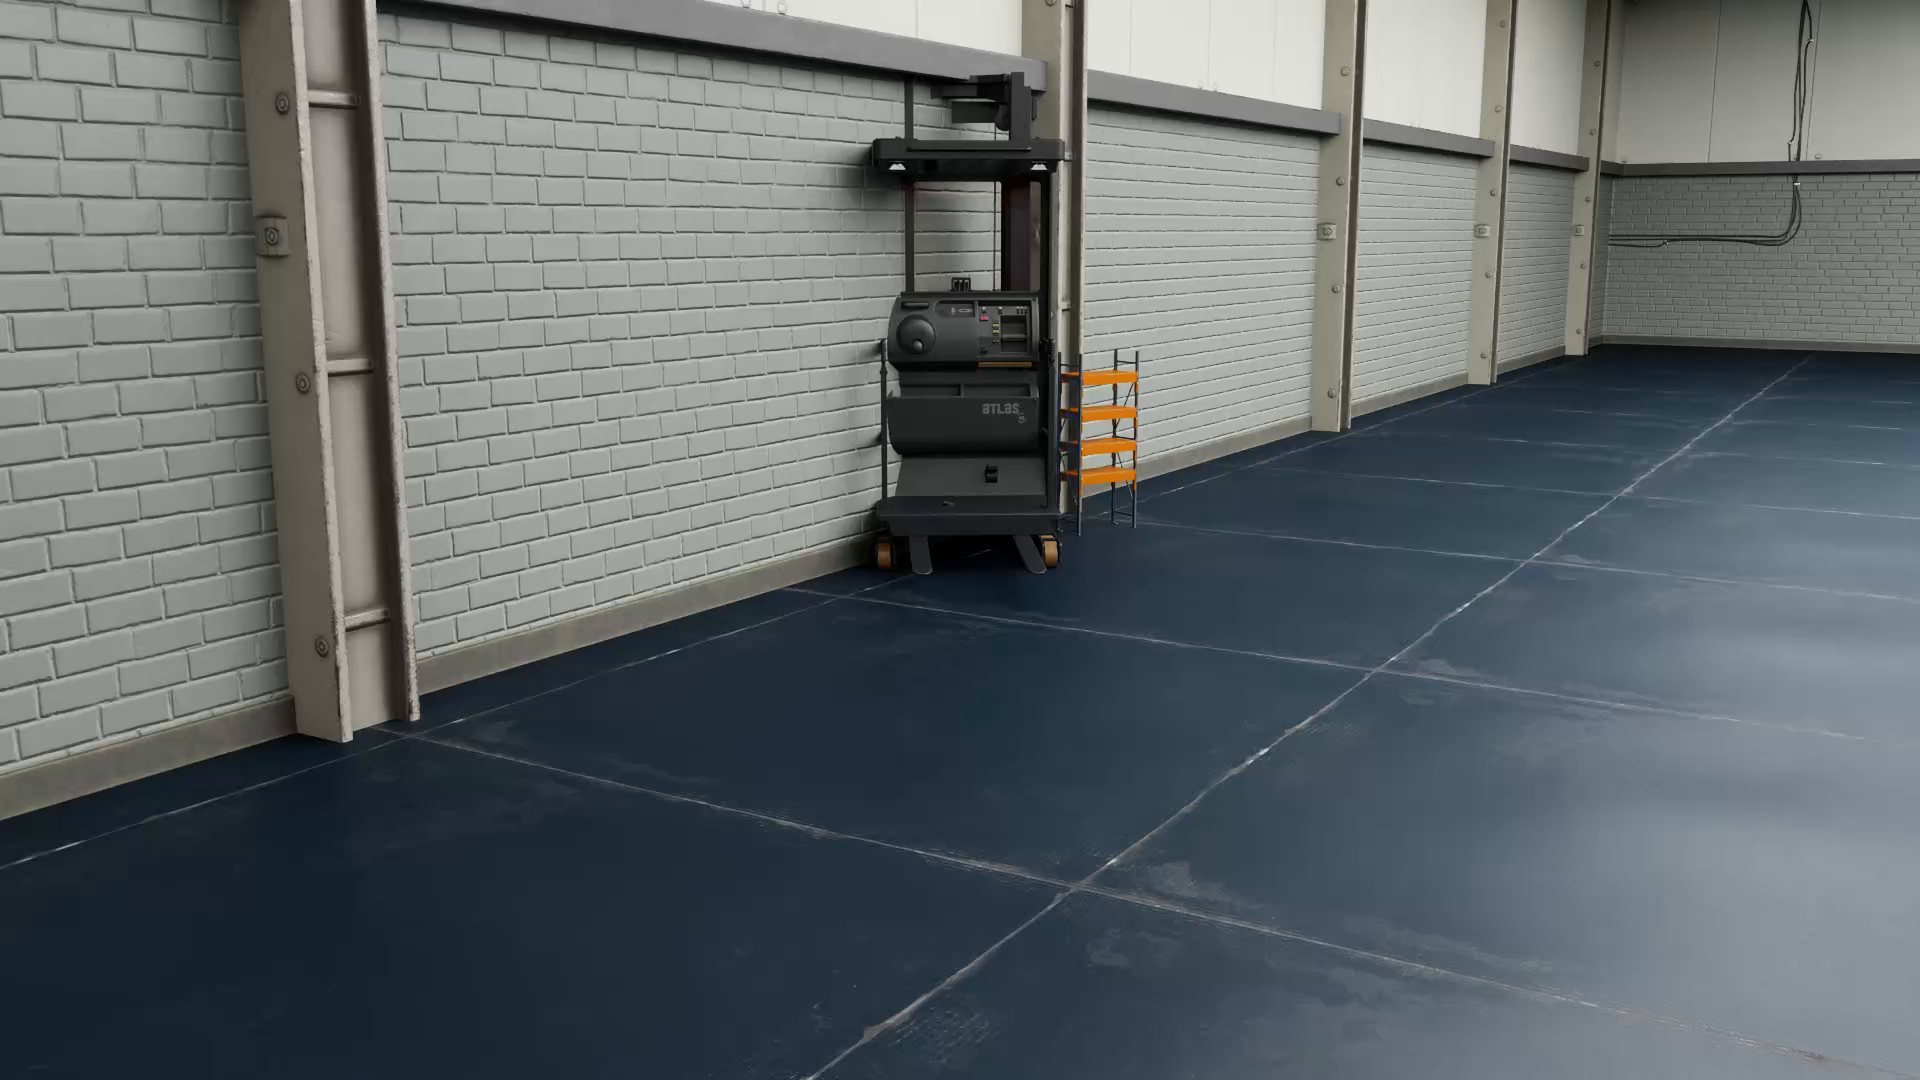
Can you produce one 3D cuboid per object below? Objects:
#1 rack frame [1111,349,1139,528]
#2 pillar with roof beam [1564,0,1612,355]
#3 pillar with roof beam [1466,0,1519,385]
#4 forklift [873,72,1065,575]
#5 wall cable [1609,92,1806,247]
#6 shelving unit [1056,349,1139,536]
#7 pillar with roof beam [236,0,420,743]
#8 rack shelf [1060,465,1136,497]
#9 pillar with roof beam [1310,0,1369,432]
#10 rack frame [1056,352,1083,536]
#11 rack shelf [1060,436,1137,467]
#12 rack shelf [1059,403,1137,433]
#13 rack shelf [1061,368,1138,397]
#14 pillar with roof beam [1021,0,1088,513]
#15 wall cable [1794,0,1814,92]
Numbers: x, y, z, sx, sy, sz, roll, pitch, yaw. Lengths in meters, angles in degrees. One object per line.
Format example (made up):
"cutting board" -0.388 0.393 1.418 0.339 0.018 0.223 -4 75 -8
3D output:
"rack frame" 1.120 -0.689 11.288 0.015 1.200 0.240 -7 13 -35
"pillar with roof beam" 13.666 -7.029 23.962 9.100 9.000 0.400 6 12 31
"pillar with roof beam" 10.550 -6.086 18.922 9.100 9.000 0.400 6 12 31
"forklift" 0.031 -1.325 9.983 1.130 2.935 3.031 -1 11 -3
"wall cable" 12.646 -6.251 28.245 3.097 2.526 0.112 6 12 31
"shelving unit" 0.921 -0.663 11.148 0.503 1.200 0.258 -7 13 -35
"pillar with roof beam" 1.205 -3.255 3.801 9.100 9.000 0.400 6 12 31
"rack shelf" 0.921 -0.401 11.197 0.480 0.148 0.258 -7 13 -35
"pillar with roof beam" 7.435 -5.142 13.881 9.100 9.000 0.400 6 12 31
"rack frame" 0.723 -0.637 11.009 0.015 1.200 0.240 -7 13 -35
"rack shelf" 0.921 -0.597 11.161 0.480 0.148 0.258 -7 13 -35
"rack shelf" 0.921 -0.817 11.120 0.480 0.148 0.258 -7 13 -35
"rack shelf" 0.921 -1.049 11.076 0.480 0.148 0.258 -7 13 -35
"pillar with roof beam" 4.320 -4.199 8.841 9.100 9.000 0.400 6 12 31
"wall cable" 14.958 -8.475 26.400 3.097 2.526 0.112 6 12 31
